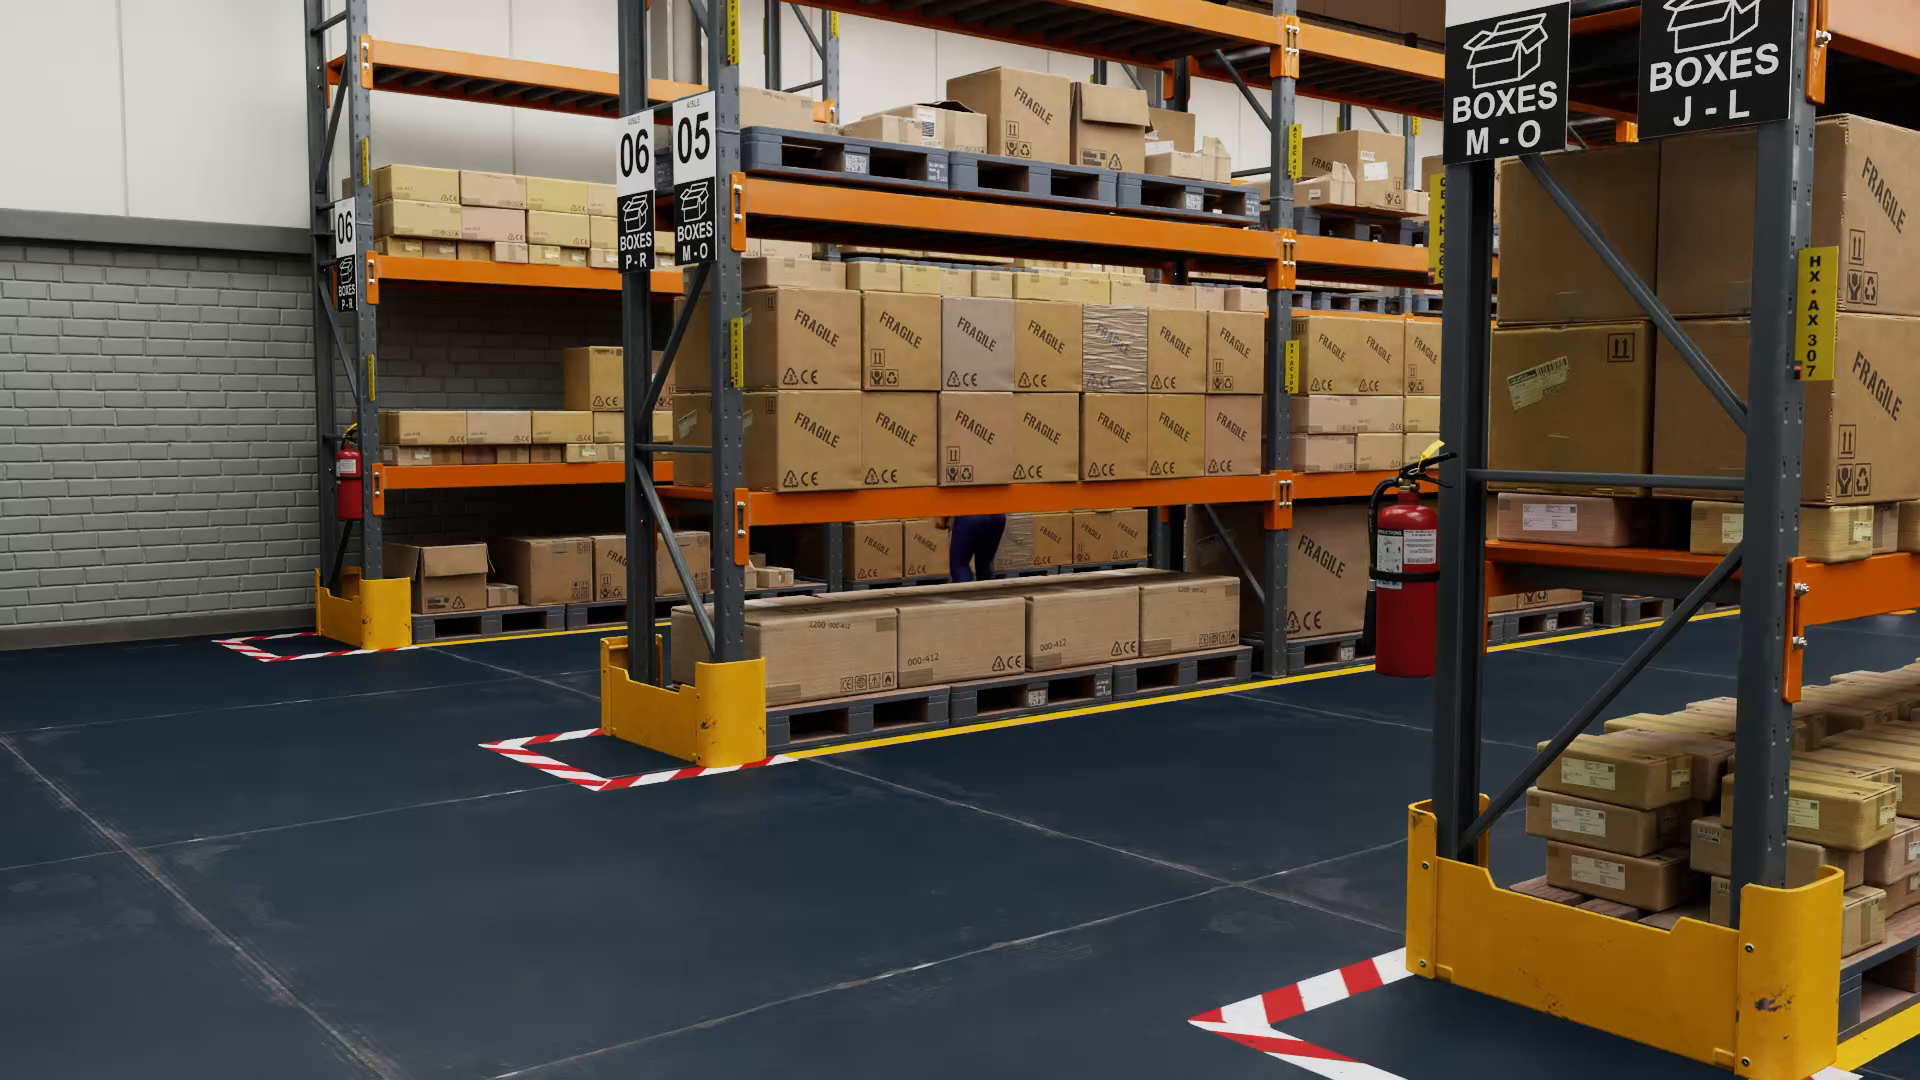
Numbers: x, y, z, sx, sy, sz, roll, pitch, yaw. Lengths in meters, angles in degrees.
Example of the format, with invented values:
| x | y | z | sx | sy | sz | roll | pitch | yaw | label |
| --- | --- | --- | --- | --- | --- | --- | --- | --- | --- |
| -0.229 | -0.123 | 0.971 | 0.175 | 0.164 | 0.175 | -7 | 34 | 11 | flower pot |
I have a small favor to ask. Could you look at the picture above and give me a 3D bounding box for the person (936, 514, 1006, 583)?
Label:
| x | y | z | sx | sy | sz | roll | pitch | yaw | label |
| --- | --- | --- | --- | --- | --- | --- | --- | --- | --- |
| 0.067 | -0.144 | 13.448 | 0.435 | 1.622 | 0.522 | -4 | 6 | -40 | person |
